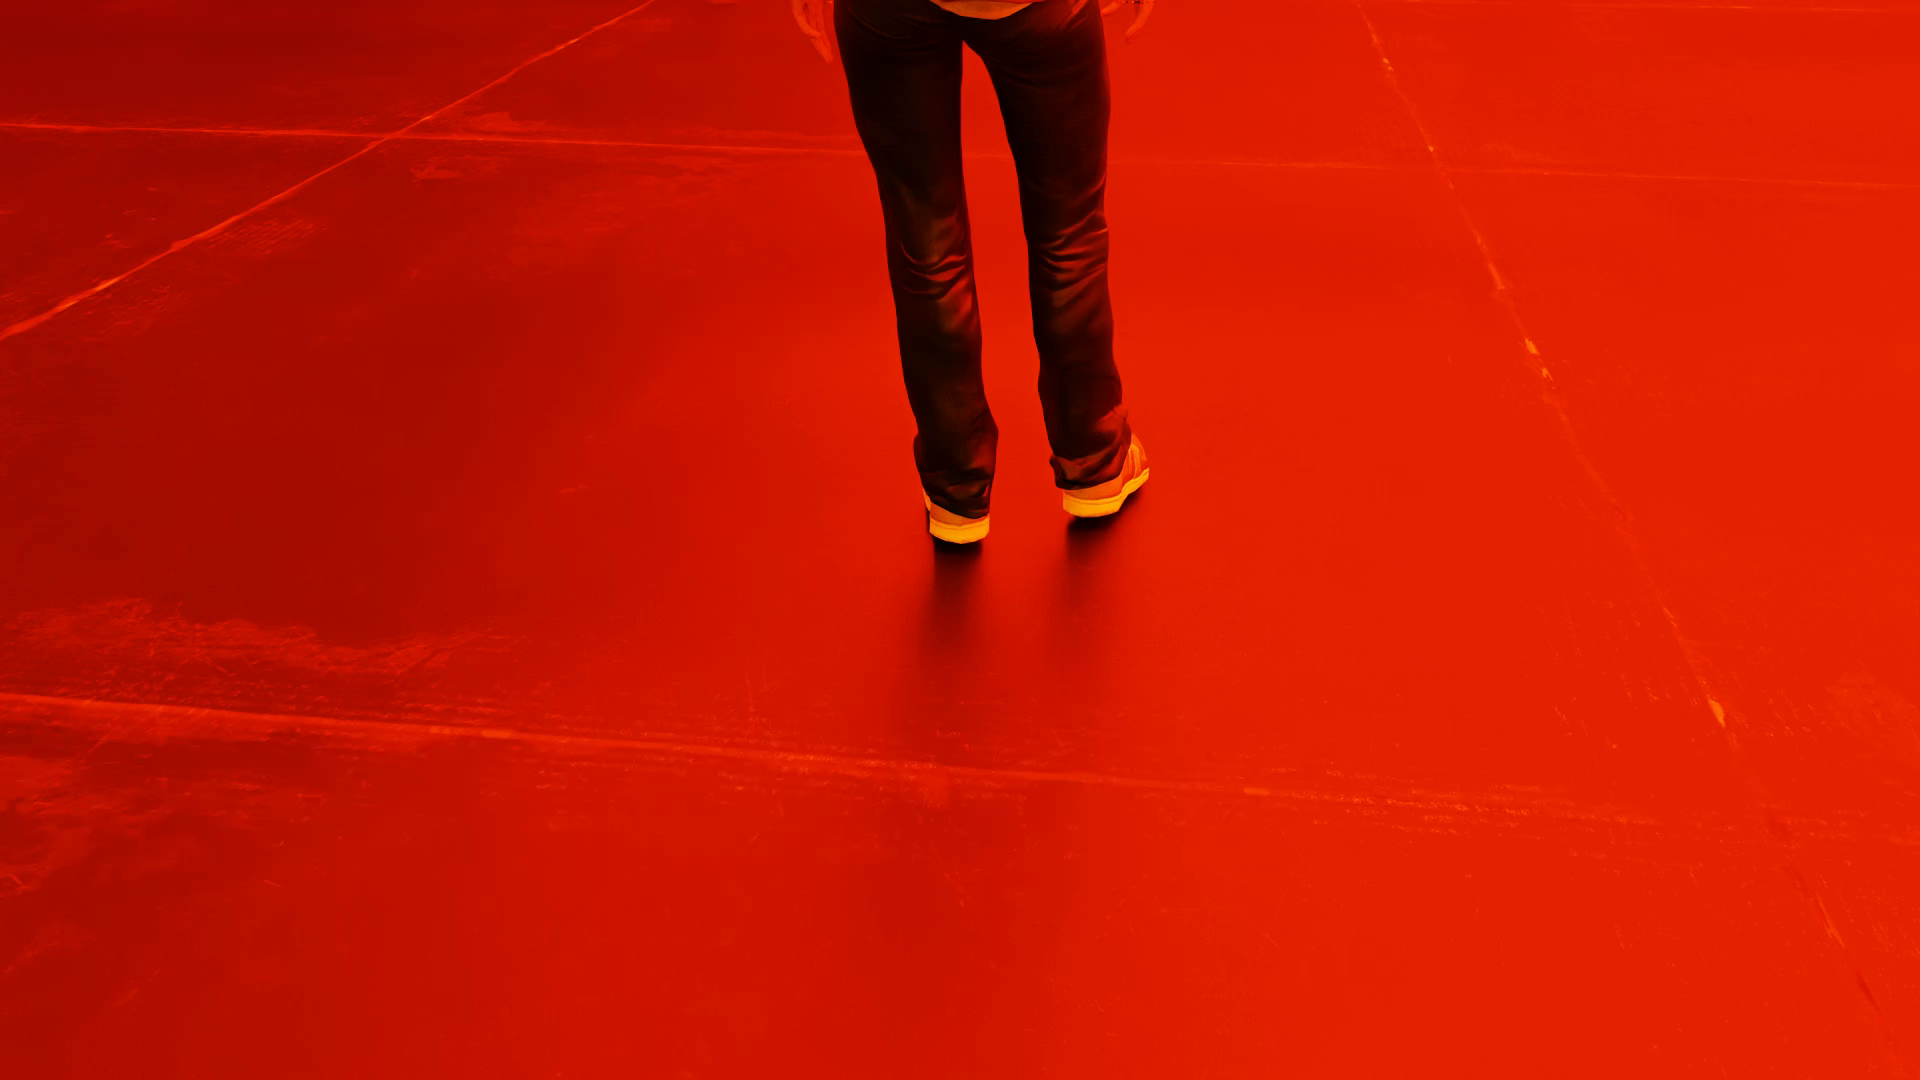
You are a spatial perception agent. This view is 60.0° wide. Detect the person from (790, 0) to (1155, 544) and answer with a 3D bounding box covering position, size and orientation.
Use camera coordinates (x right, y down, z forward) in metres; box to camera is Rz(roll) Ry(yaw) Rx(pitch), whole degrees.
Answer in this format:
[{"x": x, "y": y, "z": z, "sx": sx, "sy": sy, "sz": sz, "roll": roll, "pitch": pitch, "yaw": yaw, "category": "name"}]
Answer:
[{"x": 0.024, "y": -0.754, "z": 2.205, "sx": 0.520, "sy": 1.599, "sz": 0.473, "roll": 3, "pitch": 27, "yaw": 7, "category": "person"}]
